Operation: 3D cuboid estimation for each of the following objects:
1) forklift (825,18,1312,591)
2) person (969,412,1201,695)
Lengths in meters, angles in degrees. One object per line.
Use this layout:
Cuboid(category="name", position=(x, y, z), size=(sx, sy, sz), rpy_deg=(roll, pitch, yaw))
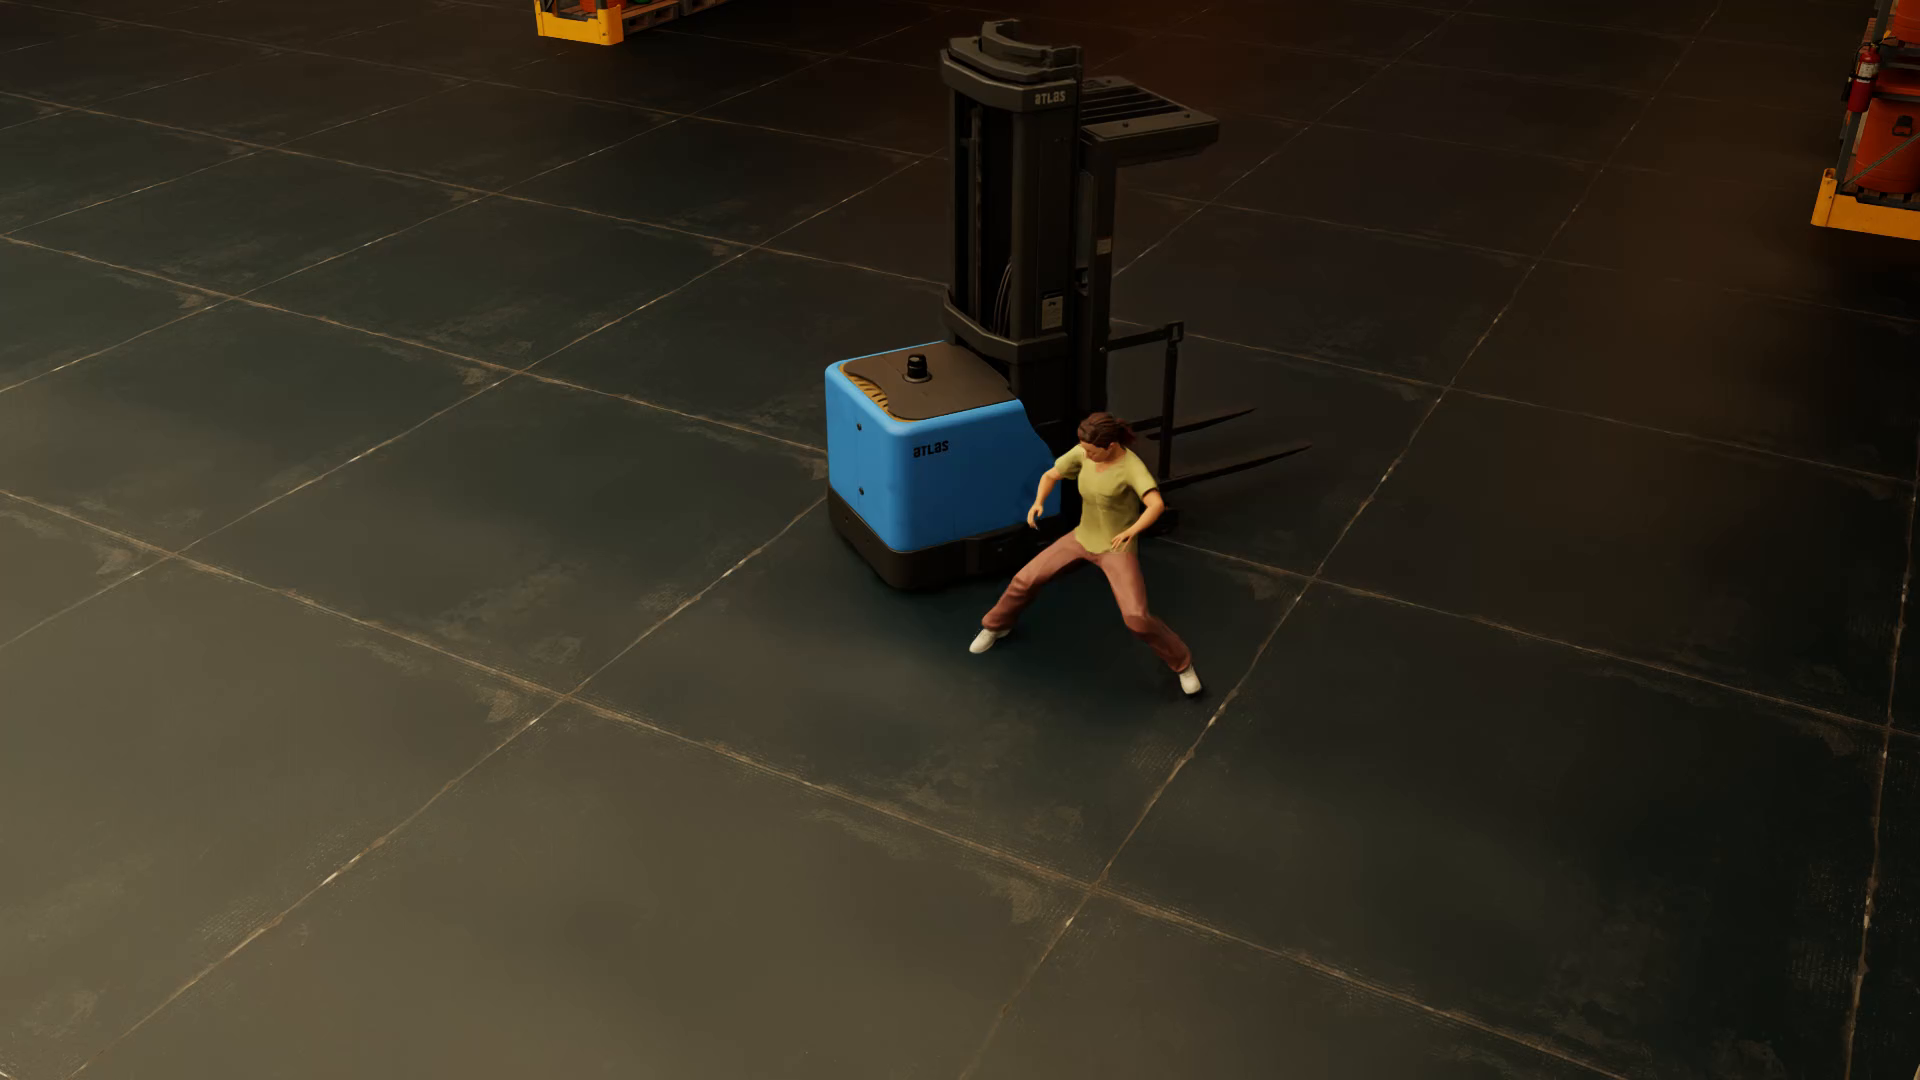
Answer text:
Cuboid(category="forklift", position=(0.752, -1.487, 9.648), size=(3.031, 2.935, 1.130), rpy_deg=(-14, 33, -23))
Cuboid(category="person", position=(0.667, 0.055, 8.462), size=(0.679, 1.474, 1.222), rpy_deg=(-26, 39, -37))
